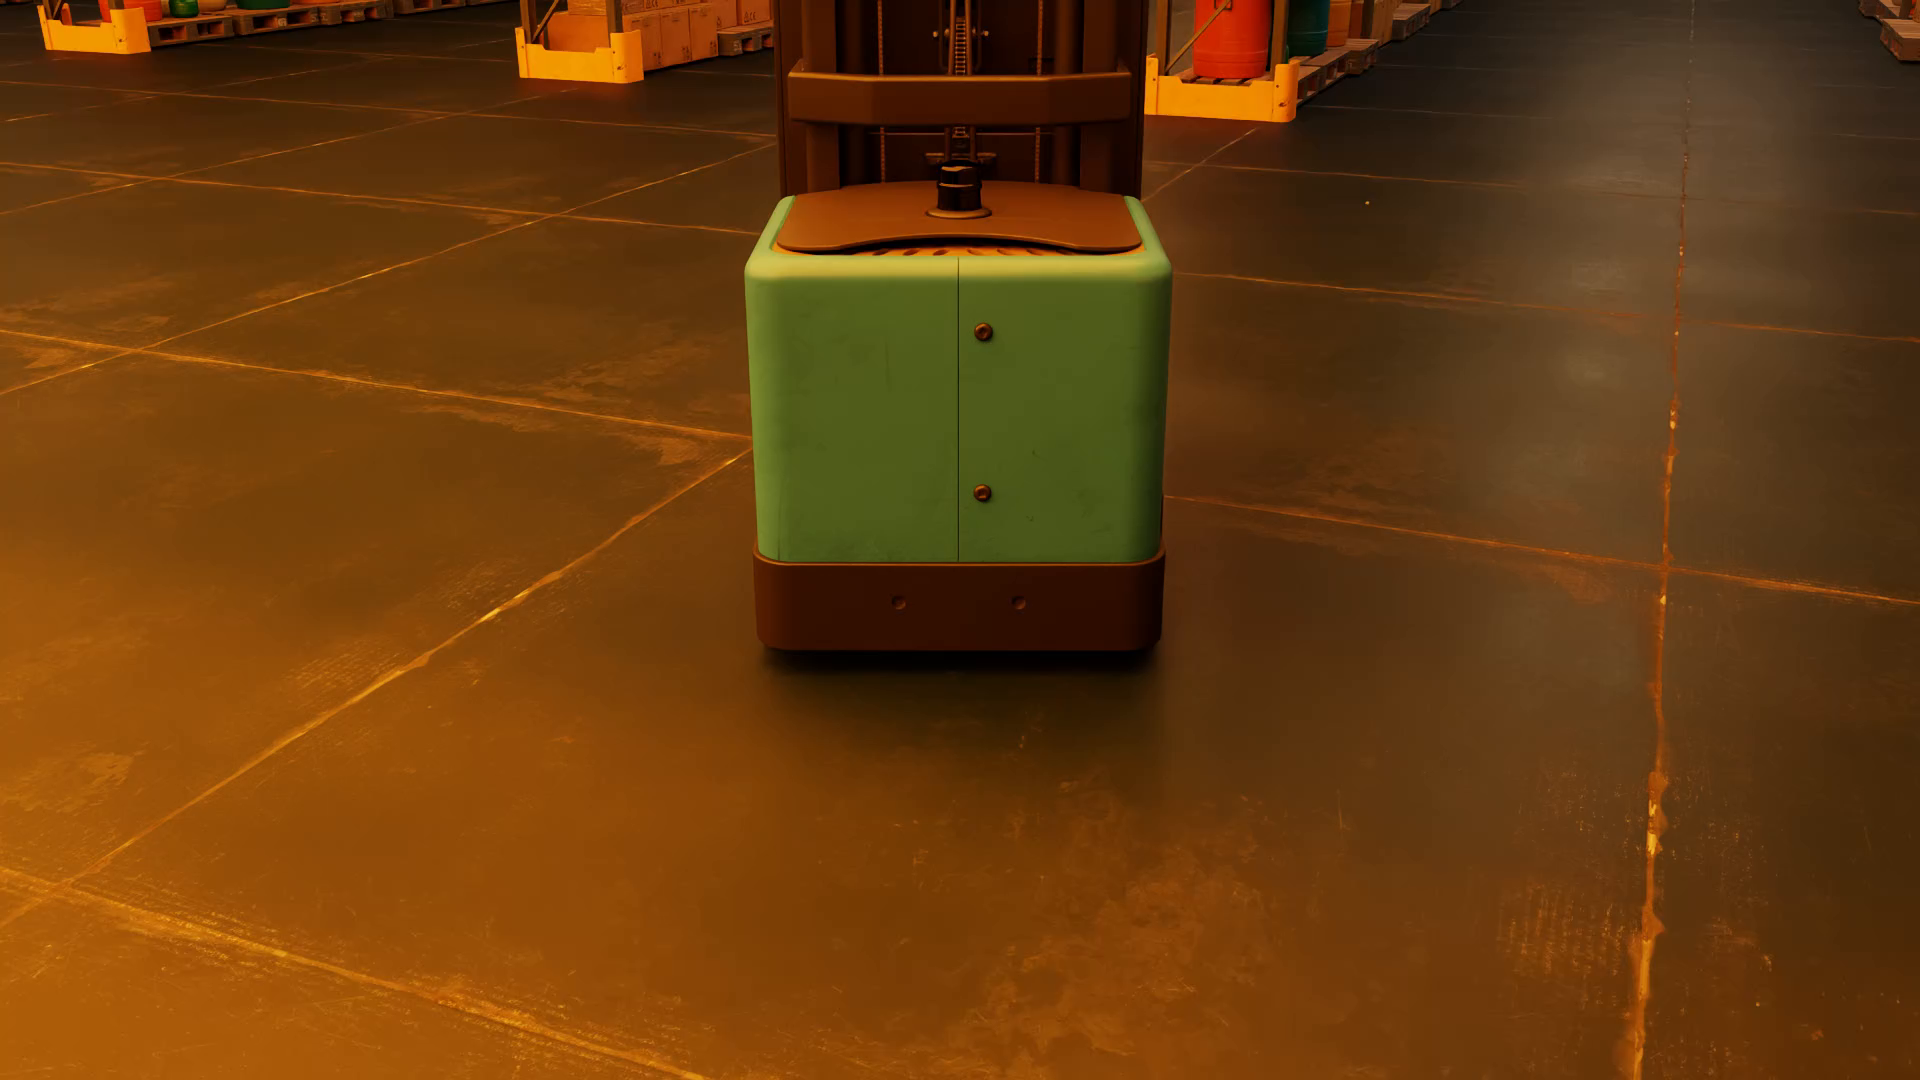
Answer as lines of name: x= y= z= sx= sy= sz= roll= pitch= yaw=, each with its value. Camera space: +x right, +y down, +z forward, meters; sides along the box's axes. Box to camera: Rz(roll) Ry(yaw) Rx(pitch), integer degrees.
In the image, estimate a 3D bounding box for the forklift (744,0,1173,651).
forklift: x=0.002 y=-1.587 z=5.089 sx=1.130 sy=2.935 sz=3.031 roll=0 pitch=23 yaw=0
